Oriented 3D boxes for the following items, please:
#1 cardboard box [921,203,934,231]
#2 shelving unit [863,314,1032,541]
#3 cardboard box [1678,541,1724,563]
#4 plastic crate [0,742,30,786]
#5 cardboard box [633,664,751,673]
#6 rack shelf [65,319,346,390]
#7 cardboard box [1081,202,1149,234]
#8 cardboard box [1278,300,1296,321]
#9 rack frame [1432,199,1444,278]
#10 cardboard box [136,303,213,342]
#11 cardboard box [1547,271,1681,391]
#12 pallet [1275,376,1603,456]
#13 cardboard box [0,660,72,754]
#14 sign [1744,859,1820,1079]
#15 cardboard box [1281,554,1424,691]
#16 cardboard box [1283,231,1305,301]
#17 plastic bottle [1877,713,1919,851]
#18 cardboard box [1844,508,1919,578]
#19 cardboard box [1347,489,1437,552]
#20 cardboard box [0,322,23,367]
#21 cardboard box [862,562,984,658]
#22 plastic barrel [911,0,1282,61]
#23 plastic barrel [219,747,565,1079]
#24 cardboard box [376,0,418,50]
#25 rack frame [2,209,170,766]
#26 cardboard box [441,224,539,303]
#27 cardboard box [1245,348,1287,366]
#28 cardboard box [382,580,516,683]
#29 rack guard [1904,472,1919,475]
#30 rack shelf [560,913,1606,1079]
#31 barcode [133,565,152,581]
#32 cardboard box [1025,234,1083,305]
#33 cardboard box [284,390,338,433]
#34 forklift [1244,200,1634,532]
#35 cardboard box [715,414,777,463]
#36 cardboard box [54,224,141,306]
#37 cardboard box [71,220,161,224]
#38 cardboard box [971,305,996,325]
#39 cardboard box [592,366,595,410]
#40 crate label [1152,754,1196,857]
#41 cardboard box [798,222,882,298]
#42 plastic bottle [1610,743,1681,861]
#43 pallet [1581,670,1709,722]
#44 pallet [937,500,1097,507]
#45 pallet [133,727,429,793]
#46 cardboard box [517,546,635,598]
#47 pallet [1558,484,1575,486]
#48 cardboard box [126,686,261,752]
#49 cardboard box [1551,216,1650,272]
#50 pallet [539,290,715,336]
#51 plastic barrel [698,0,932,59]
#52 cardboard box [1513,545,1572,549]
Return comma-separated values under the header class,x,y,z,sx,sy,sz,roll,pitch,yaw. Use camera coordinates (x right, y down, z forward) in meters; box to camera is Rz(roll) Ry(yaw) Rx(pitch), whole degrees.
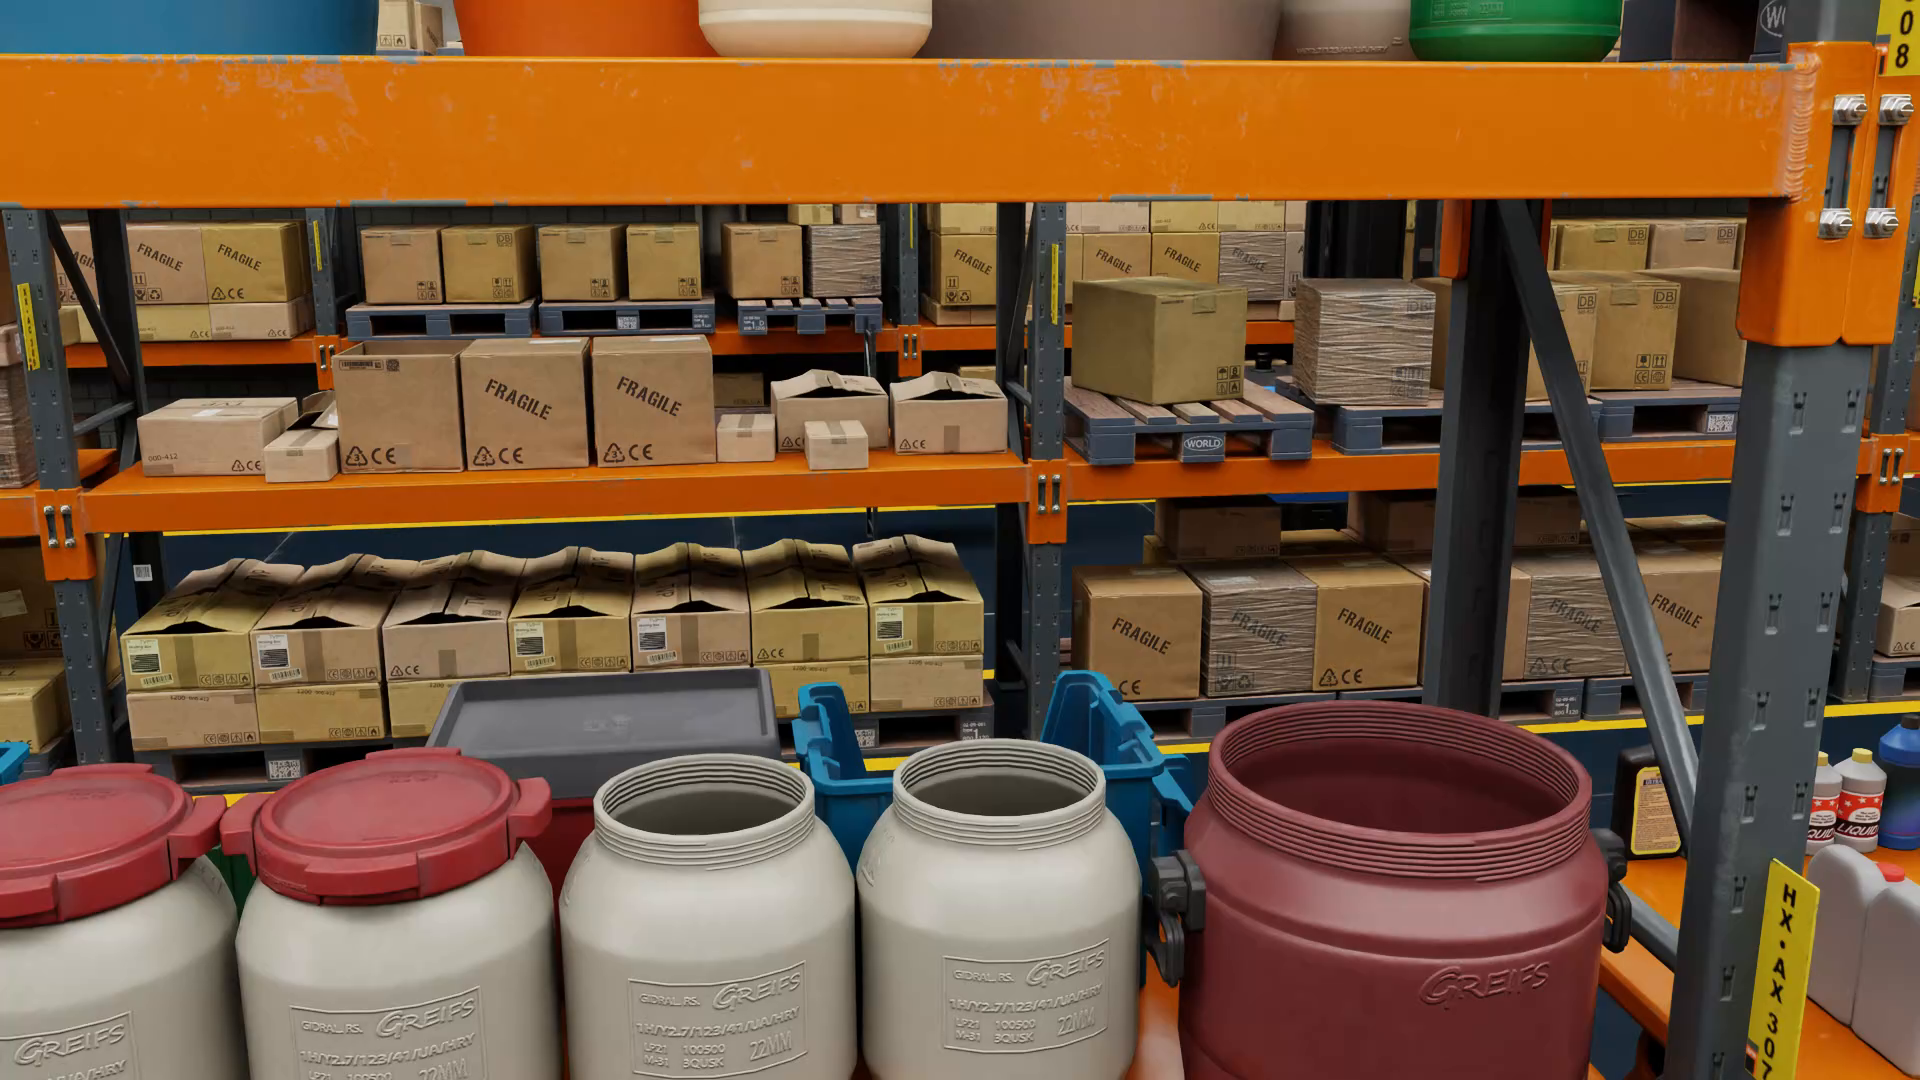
class,x,y,z,sx,sy,sz,roll,pitch,yaw
cardboard box,-0.024,-2.472,12.512,0.500,0.250,0.500,-2,14,-7
shelving unit,-0.084,-0.724,11.027,1.048,1.500,0.538,-2,14,-8
cardboard box,3.818,0.306,8.071,0.500,0.500,0.500,-2,14,-9
plastic crate,-1.869,0.594,2.719,0.575,0.384,0.392,-2,14,-8
cardboard box,-1.183,0.609,7.415,0.500,0.250,0.500,-2,14,-7
rack shelf,-6.367,-1.260,11.560,4.000,0.370,1.077,-2,14,-8
cardboard box,1.078,-2.386,12.170,0.500,0.250,0.500,-2,14,-8
cardboard box,2.468,-1.742,12.478,0.250,0.149,0.380,-2,14,-8
rack frame,3.521,-1.972,12.918,0.127,3.000,1.000,-2,14,-8
cardboard box,-5.307,-1.513,11.354,0.500,0.250,0.500,-2,14,-8
cardboard box,3.091,-1.029,8.090,0.500,0.500,0.700,0,14,1
pallet,2.230,-0.614,7.898,1.213,0.211,1.003,-2,14,-8
cardboard box,-4.074,0.709,7.018,0.500,0.250,0.500,-2,14,-8
sign,1.131,0.609,2.291,0.005,0.325,0.100,-2,14,-8
cardboard box,1.814,0.379,7.780,0.500,0.500,0.500,-2,14,-9
cardboard box,2.599,-2.076,12.475,0.500,0.500,0.500,-2,14,-8
plastic bottle,1.916,0.486,3.381,0.097,0.271,0.097,0,14,0
cardboard box,4.784,0.130,8.772,0.500,0.500,0.500,-2,14,-8
cardboard box,2.264,-0.132,8.273,0.500,0.250,0.500,-2,14,-9
cardboard box,-3.885,-0.792,6.675,0.250,0.149,0.380,-2,14,-8
cardboard box,-0.174,0.301,7.492,0.500,0.311,0.500,-2,14,-7
plastic barrel,0.197,-1.164,2.501,0.600,0.901,0.600,0,14,0
plastic barrel,-0.781,0.611,2.339,0.433,0.535,0.433,0,14,0
cardboard box,-2.494,-2.117,6.775,0.500,0.250,0.500,-4,15,-14
rack frame,-3.648,-0.490,7.011,0.127,3.000,1.000,-2,14,-8
cardboard box,-3.327,-1.972,11.811,0.500,0.500,0.700,-1,14,-3
cardboard box,2.019,-1.045,12.778,0.750,0.750,0.750,-2,14,-7
cardboard box,-2.195,0.377,7.190,0.500,0.311,0.500,-3,14,-10
rack guard,7.500,-0.905,13.803,0.348,0.500,1.175,-2,14,-8
rack shelf,-0.936,0.978,2.636,4.000,0.370,1.077,-2,14,-8
barcode,-3.333,0.134,6.782,0.075,0.075,0.001,-2,14,-8
cardboard box,0.604,-2.002,12.180,0.500,0.500,0.500,-2,14,-6
cardboard box,-2.806,-0.501,7.330,0.258,0.266,0.396,-2,14,-10
forklift,3.144,-1.538,11.329,3.031,2.935,1.130,-3,14,-10
cardboard box,-0.945,-0.454,7.381,0.250,0.149,0.380,-1,14,-4
cardboard box,-5.803,-1.856,11.181,0.500,0.500,0.500,-3,14,-10
cardboard box,-5.891,-1.981,11.681,0.500,0.500,0.500,-2,14,-7
cardboard box,0.176,-1.678,12.221,0.250,0.149,0.380,-2,14,-8
cardboard box,-2.715,-1.114,12.189,0.500,0.250,0.500,-3,14,-10
crate label,0.569,0.563,3.156,0.416,0.233,0.303,-2,14,-8
cardboard box,-0.897,-2.069,12.196,0.500,0.500,0.700,-4,15,-15
plastic bottle,1.378,0.496,3.319,0.133,0.283,0.061,-2,14,-8
pallet,3.464,0.611,8.352,1.213,0.211,1.003,-2,14,-8
pallet,0.357,-0.485,12.721,1.213,0.211,1.003,-2,14,-8
pallet,-2.925,0.826,7.494,1.213,0.211,1.003,-2,14,-8
cardboard box,-1.785,0.229,7.780,0.500,0.311,0.500,-2,14,-9
pallet,4.285,-0.628,13.292,1.213,0.211,1.003,-2,14,-8
cardboard box,-3.212,0.685,7.115,0.500,0.250,0.500,-2,14,-10
cardboard box,4.783,-2.158,13.044,0.700,0.700,0.980,-2,14,-10
pallet,-2.385,-1.652,12.038,1.213,0.211,1.003,-2,14,-8
plastic barrel,-0.181,-0.729,2.082,0.301,0.262,0.301,0,14,0
cardboard box,2.727,0.216,8.429,0.500,0.500,0.500,-2,14,-8
